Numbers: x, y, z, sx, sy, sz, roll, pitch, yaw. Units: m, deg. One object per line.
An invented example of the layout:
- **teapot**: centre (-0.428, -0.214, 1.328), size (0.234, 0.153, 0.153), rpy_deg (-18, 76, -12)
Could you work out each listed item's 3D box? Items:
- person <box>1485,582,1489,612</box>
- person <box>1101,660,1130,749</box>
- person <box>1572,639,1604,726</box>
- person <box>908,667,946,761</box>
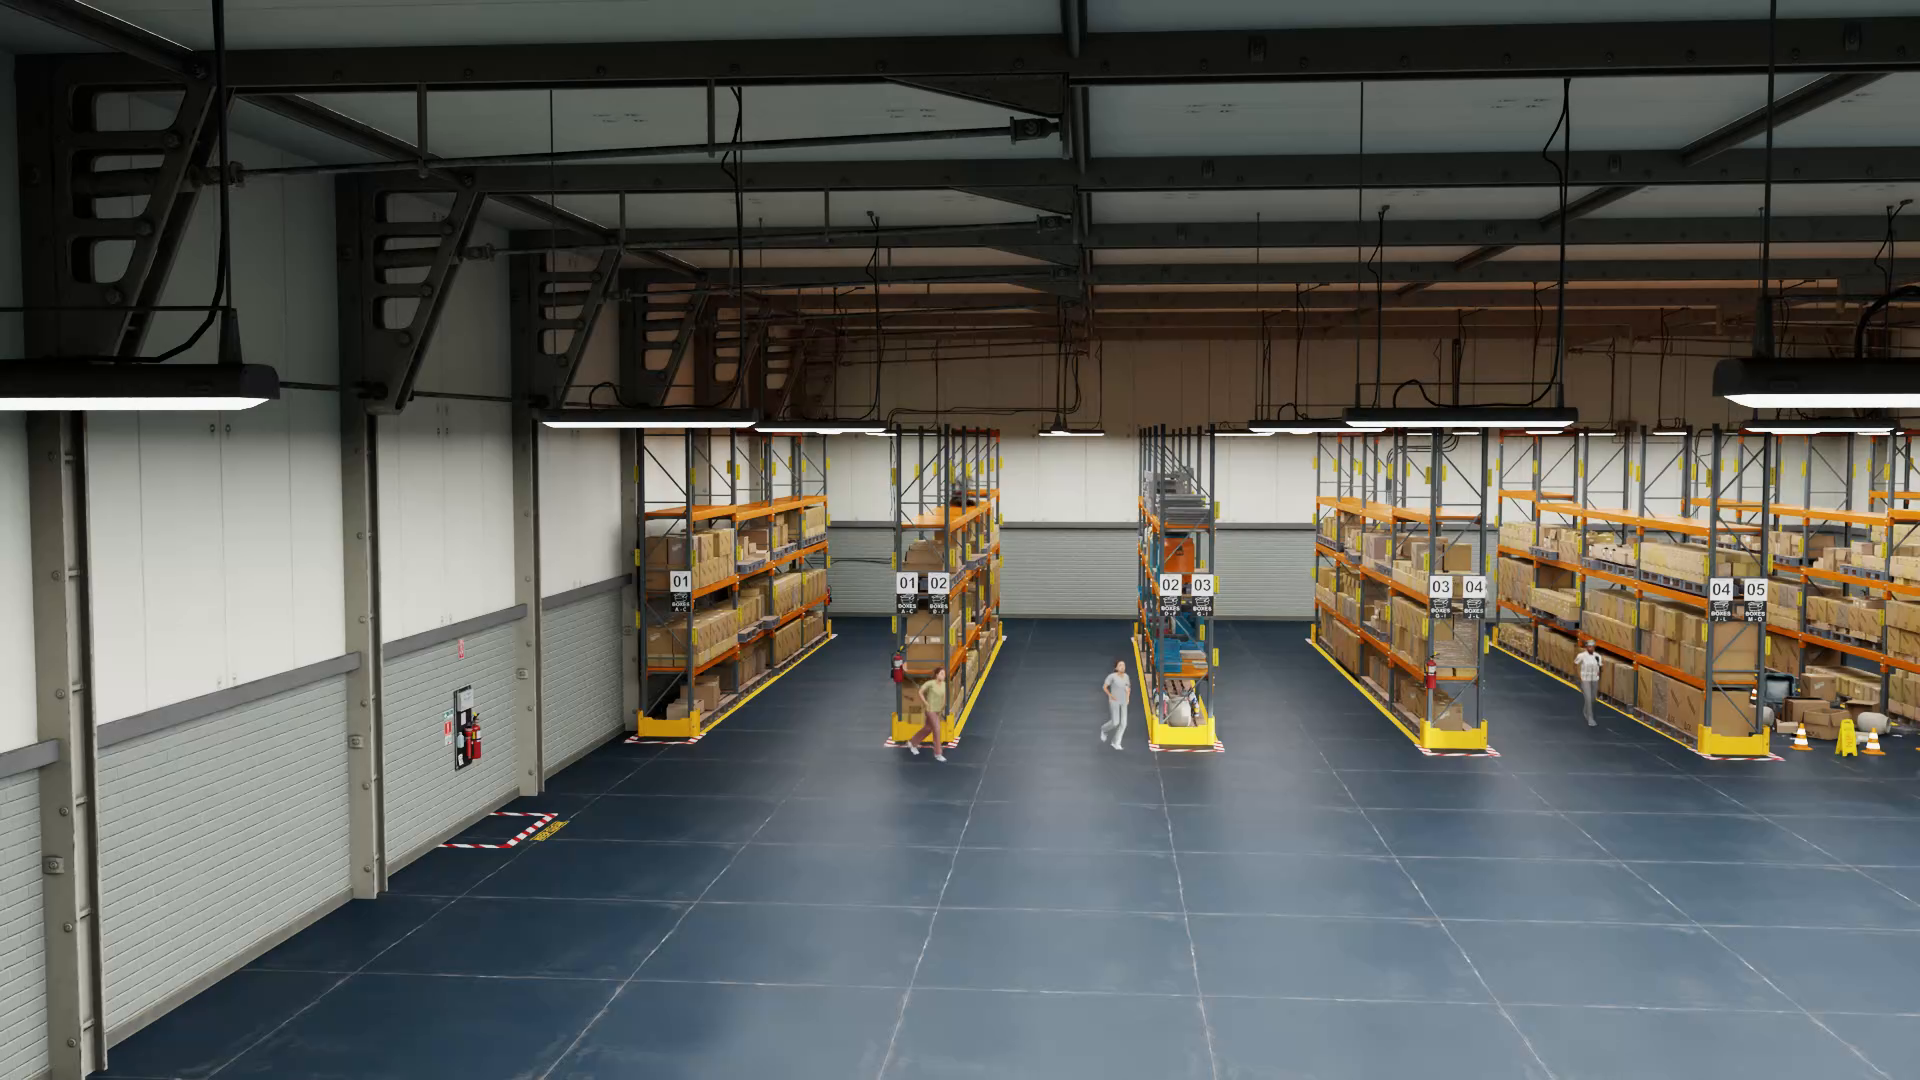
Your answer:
- **person**: centre (14.771, 1.982, 47.297), size (0.555, 1.724, 0.717), rpy_deg (-1, 4, -15)
- **person**: centre (2.914, 3.043, 30.953), size (0.572, 1.655, 0.593), rpy_deg (-2, 4, -24)
- **person**: centre (12.659, 2.832, 33.444), size (0.591, 1.699, 0.835), rpy_deg (0, 3, 0)
- **person**: centre (-0.527, 3.093, 29.885), size (0.895, 1.678, 0.597), rpy_deg (3, 5, 42)
